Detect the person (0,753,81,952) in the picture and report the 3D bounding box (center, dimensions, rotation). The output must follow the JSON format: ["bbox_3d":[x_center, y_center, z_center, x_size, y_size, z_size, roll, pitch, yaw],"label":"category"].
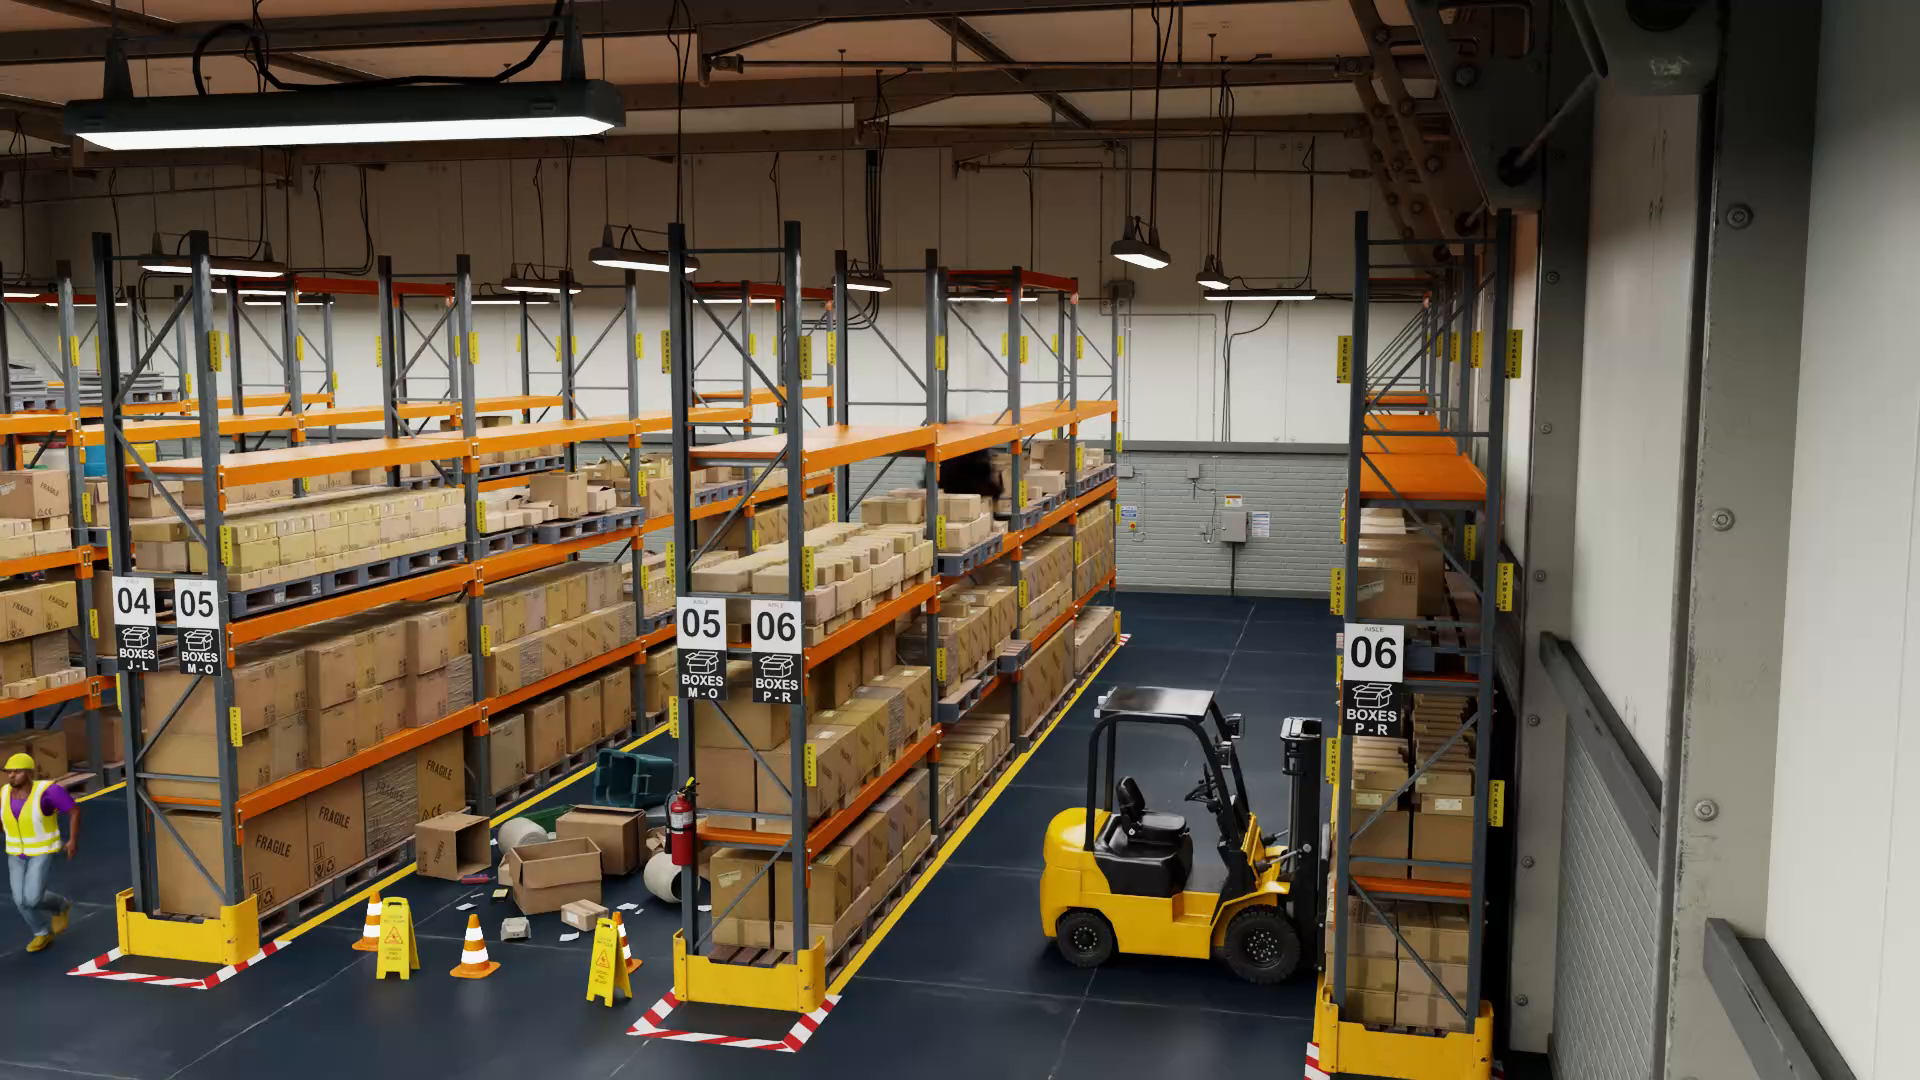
[{"bbox_3d":[-7.798,2.622,13.958,0.701,1.713,0.624,0,7,3],"label":"person"}]

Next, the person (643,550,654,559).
[{"bbox_3d":[-5.110,0.990,27.253,0.553,1.682,0.907,2,7,15],"label":"person"}]
